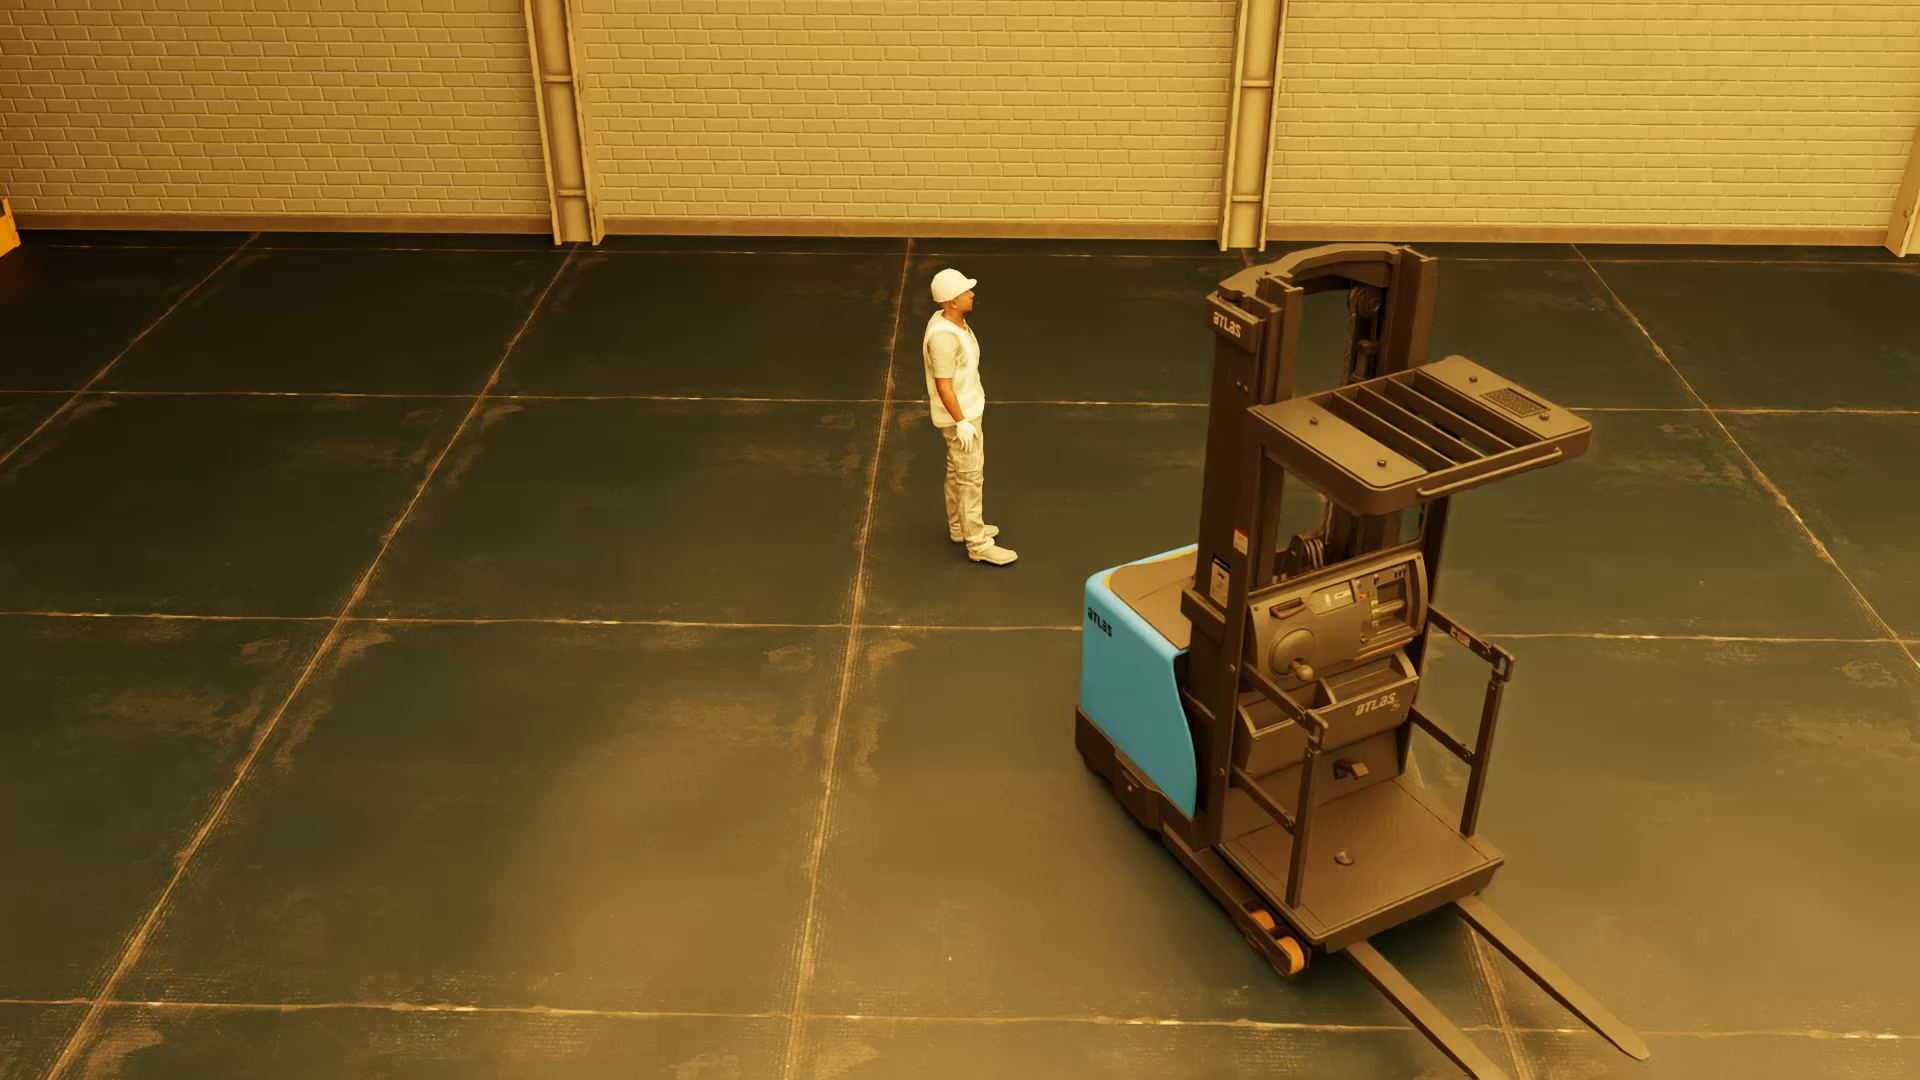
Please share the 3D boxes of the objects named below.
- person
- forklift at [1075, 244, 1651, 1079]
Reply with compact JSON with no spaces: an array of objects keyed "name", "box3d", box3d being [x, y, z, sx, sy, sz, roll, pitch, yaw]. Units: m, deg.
[{"name":"person","box3d":[0.072,-0.769,10.035,0.575,1.784,0.656,1,31,1]},{"name":"forklift","box3d":[1.734,0.377,6.975,1.130,2.935,3.031,-15,34,-24]}]
